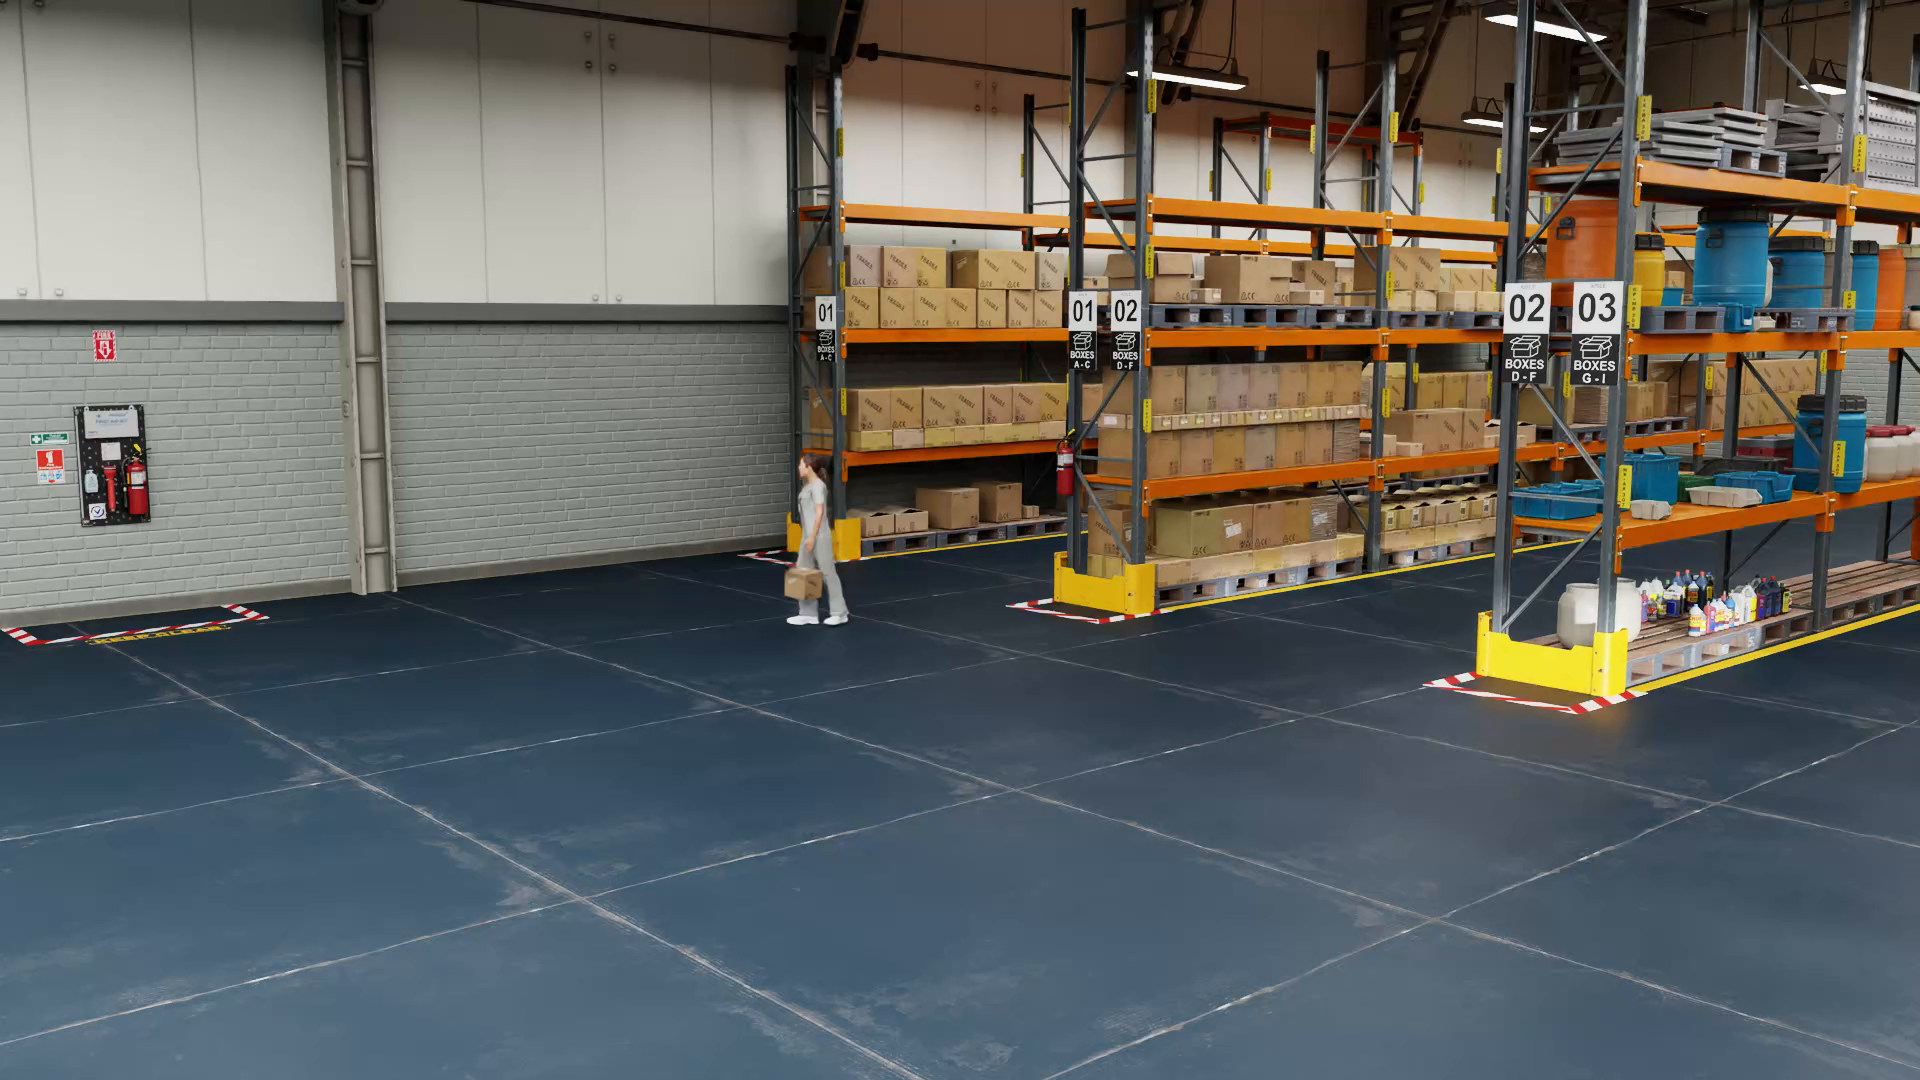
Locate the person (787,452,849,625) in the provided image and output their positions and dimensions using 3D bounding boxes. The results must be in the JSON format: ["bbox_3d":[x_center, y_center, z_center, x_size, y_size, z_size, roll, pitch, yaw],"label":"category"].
[{"bbox_3d":[-1.363,-0.012,15.911,0.577,1.662,0.468,-2,8,-18],"label":"person"}]
